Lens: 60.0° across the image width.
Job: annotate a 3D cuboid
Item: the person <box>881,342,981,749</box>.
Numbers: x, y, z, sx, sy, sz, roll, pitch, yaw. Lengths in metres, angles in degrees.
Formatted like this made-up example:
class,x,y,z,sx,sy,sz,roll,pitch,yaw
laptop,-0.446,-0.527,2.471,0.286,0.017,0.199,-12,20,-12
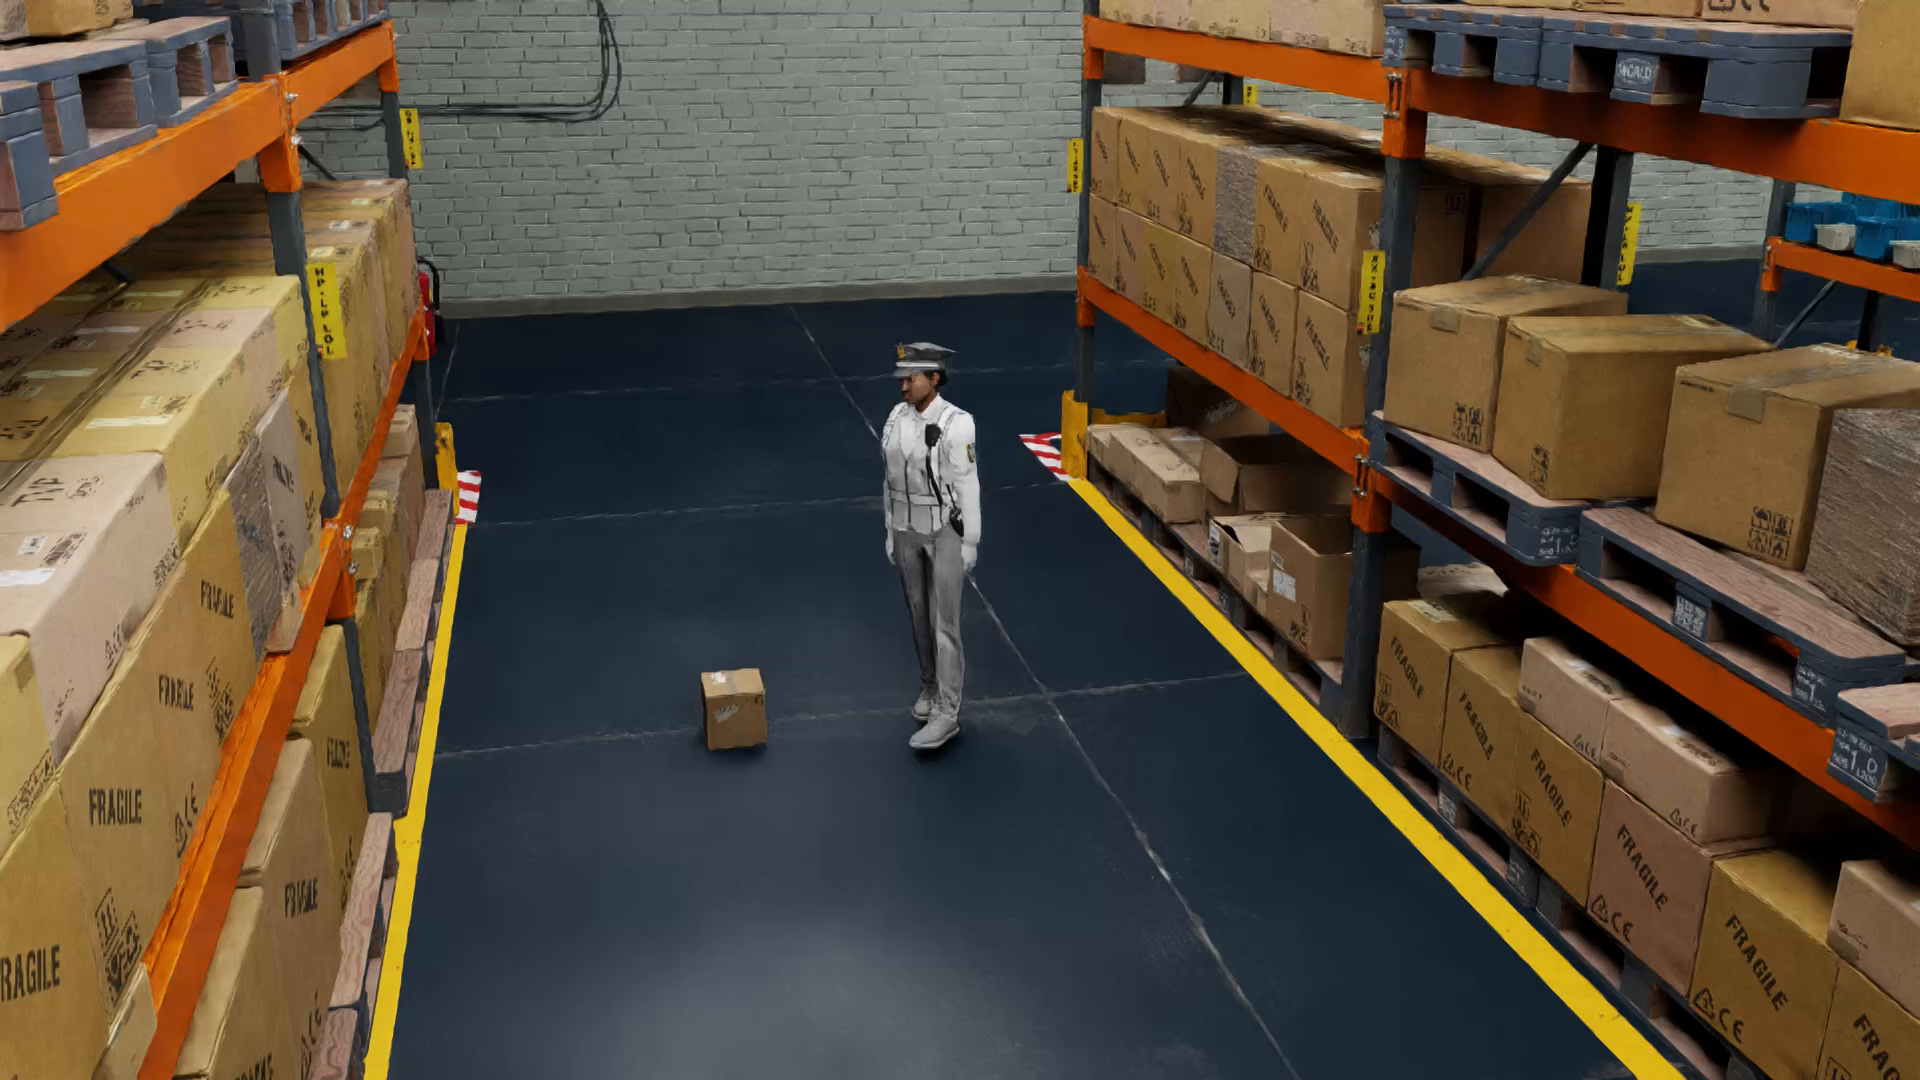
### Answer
class,x,y,z,sx,sy,sz,roll,pitch,yaw
person,-0.188,0.015,6.992,0.529,1.679,0.579,14,24,33
